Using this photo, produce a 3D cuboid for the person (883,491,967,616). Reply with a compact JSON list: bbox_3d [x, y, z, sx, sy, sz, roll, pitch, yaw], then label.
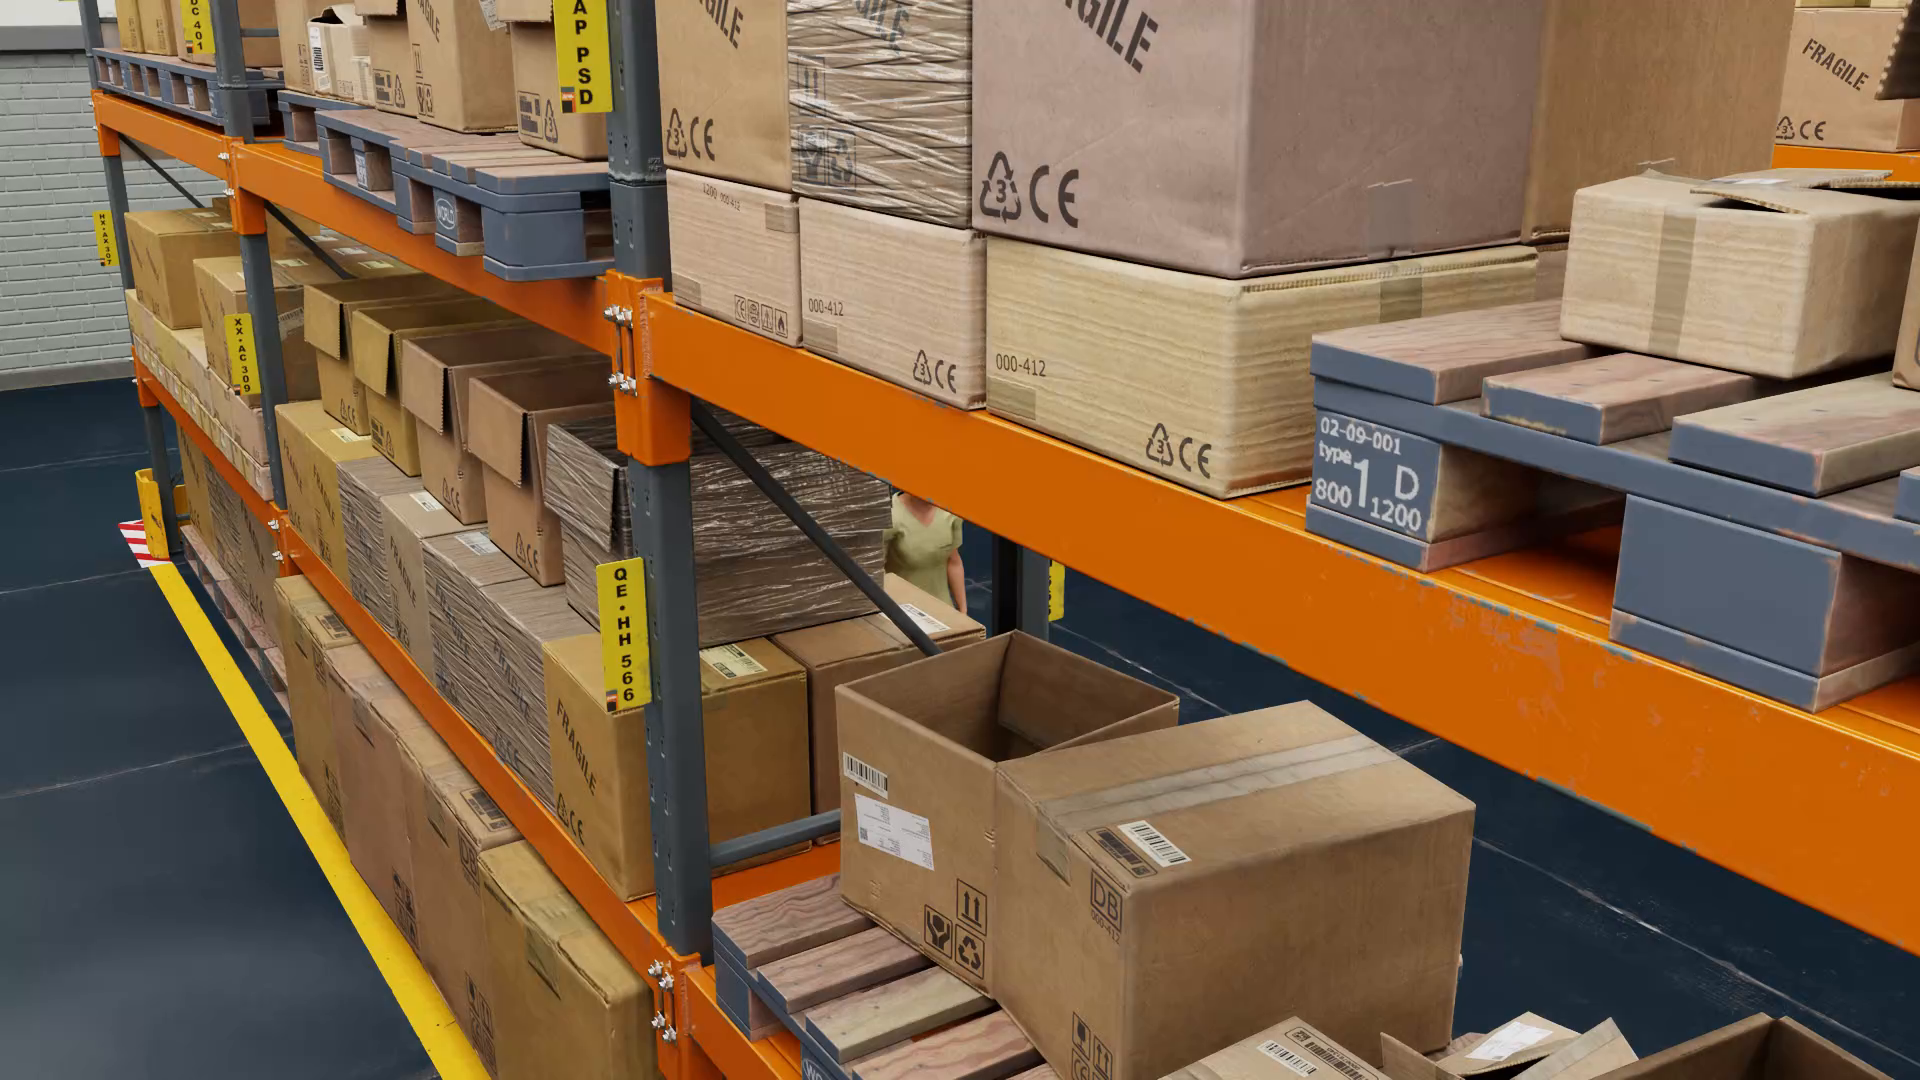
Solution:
[{"bbox_3d":[-0.172,0.374,6.918,0.499,1.673,0.357,-11,21,-31],"label":"person"}]
